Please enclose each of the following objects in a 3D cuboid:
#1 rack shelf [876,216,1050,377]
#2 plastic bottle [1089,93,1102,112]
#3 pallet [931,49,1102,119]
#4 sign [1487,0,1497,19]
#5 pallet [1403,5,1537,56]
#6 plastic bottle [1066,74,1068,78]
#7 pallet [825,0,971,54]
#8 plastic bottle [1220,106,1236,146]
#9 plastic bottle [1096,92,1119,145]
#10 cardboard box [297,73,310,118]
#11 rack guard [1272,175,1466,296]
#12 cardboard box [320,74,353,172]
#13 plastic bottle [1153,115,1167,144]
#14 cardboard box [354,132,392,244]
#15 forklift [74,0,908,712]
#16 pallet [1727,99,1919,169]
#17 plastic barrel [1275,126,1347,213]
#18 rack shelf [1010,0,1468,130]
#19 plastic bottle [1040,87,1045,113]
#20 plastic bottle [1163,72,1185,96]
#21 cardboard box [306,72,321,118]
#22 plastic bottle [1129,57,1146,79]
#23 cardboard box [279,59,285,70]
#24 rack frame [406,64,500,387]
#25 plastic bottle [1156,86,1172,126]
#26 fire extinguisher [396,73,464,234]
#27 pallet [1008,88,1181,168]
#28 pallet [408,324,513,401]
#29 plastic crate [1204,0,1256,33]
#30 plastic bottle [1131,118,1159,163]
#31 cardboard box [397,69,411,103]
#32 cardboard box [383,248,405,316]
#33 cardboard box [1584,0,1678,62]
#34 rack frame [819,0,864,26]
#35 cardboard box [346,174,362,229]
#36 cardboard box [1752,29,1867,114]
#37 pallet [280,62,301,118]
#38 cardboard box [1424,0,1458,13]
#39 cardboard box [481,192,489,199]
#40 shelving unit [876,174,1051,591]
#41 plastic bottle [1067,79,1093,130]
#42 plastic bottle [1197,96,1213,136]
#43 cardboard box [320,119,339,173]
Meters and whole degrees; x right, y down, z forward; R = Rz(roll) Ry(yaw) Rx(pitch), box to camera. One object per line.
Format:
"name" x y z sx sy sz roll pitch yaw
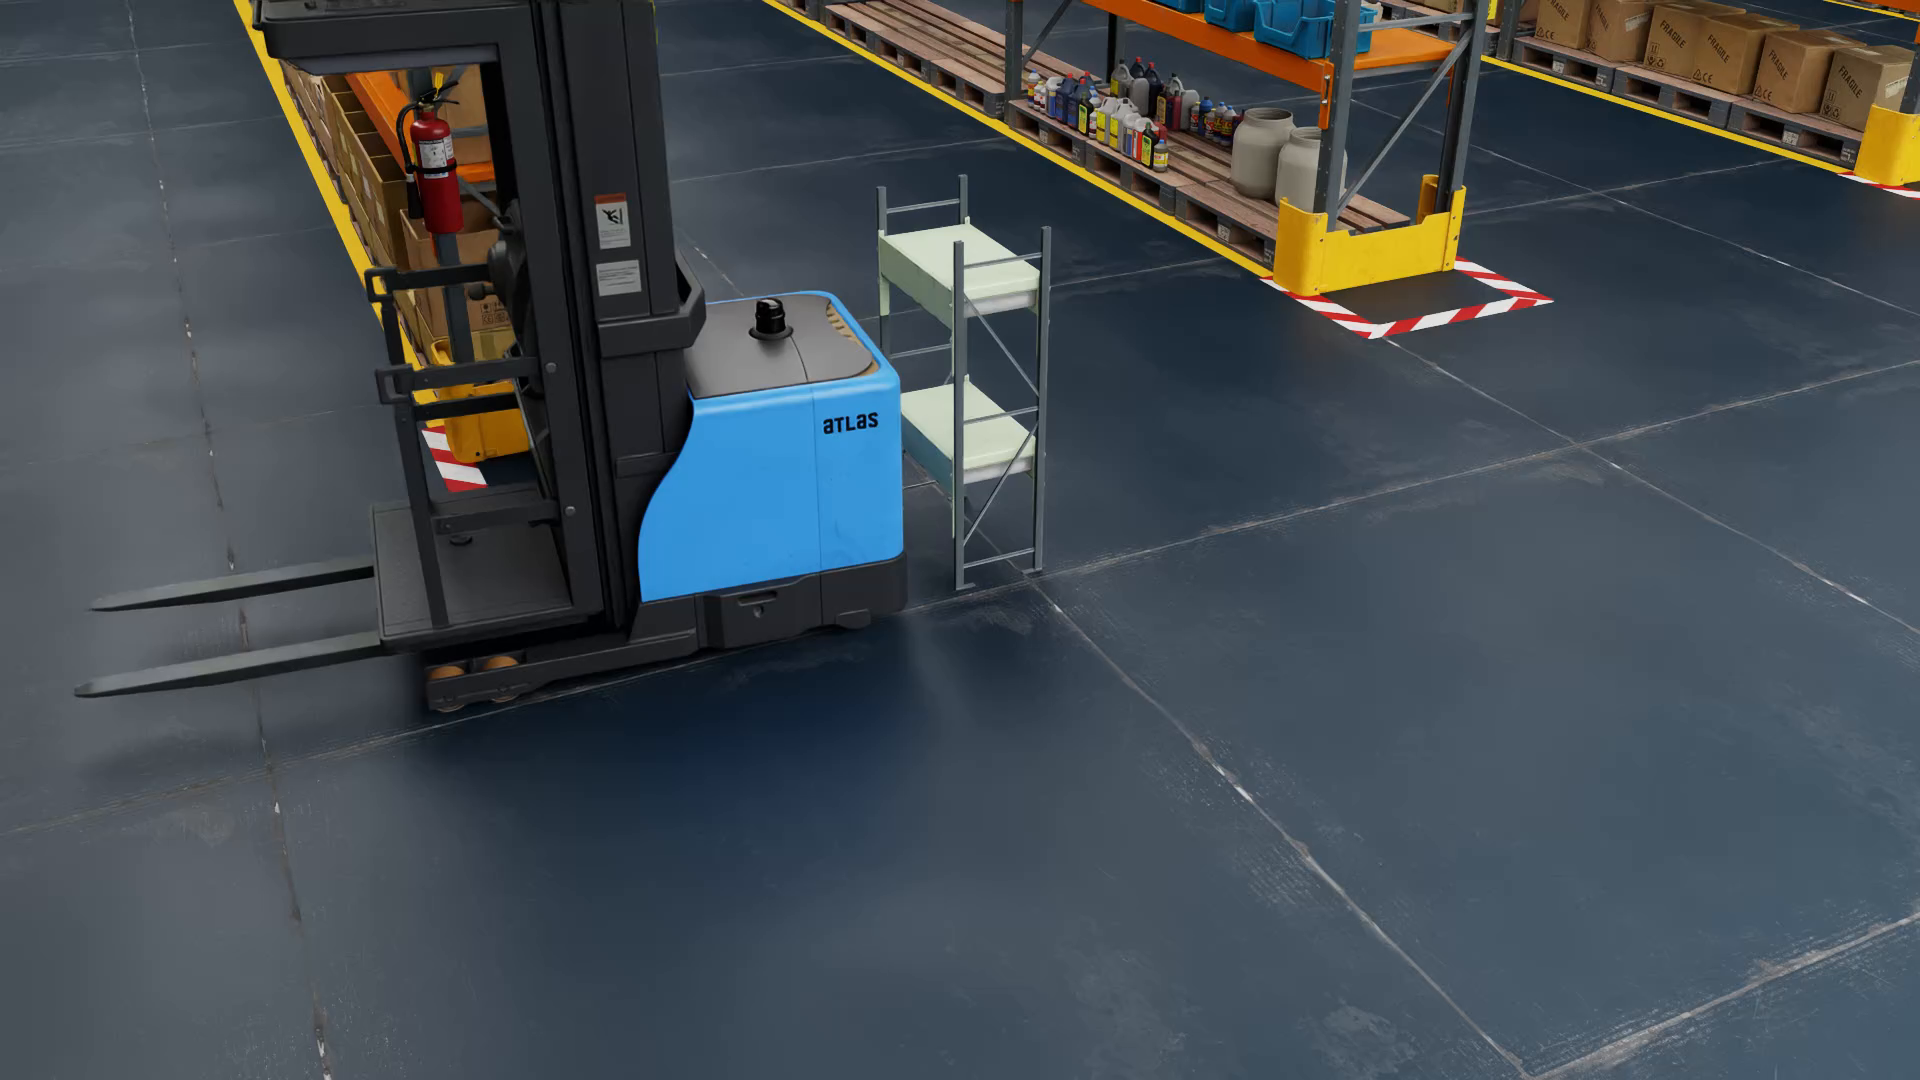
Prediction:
"rack shelf" 0.003 -0.992 6.687 0.431 0.370 0.720 -13 32 -22
"plastic bottle" 0.974 -3.094 12.041 0.097 0.271 0.097 0 29 0
"pallet" 0.452 -3.799 13.809 1.003 0.211 1.213 -13 32 -22
"sign" 3.040 -3.144 9.507 0.100 0.325 0.005 -13 32 -22
"pallet" 4.962 -4.844 15.673 1.003 0.211 1.213 -13 32 -22
"plastic bottle" 0.825 -3.337 12.461 0.061 0.283 0.133 -13 32 -22
"pallet" -0.595 -4.877 15.732 1.003 0.211 1.213 -13 32 -22
"plastic bottle" 1.897 -2.929 11.747 0.097 0.271 0.097 0 29 0
"plastic bottle" 1.060 -2.998 11.789 0.144 0.351 0.185 -13 32 -22
"cardboard box" -4.744 -3.419 12.663 0.500 0.250 0.500 -12 32 -21
"rack guard" 2.466 -1.843 10.026 1.175 0.500 0.348 -13 32 -22
"cardboard box" -3.735 -2.679 10.575 0.500 0.500 0.500 -13 32 -22
"plastic bottle" 1.370 -2.776 11.461 0.061 0.283 0.133 -13 32 -22
"cardboard box" -3.089 -2.017 9.394 0.500 0.500 0.500 -13 32 -22
"forklift" -1.782 -0.937 5.924 3.031 2.935 1.130 -10 31 -17
"pallet" 6.665 -3.133 12.622 1.003 0.211 1.213 -13 32 -22
"plastic barrel" 2.190 -2.282 10.368 0.421 0.512 0.421 0 29 0
"rack shelf" 1.683 -3.479 11.124 1.077 0.370 4.000 -13 32 -22
"plastic bottle" 0.652 -3.325 12.525 0.097 0.201 0.097 0 29 0
"plastic bottle" 1.582 -3.262 12.259 0.144 0.351 0.185 -13 32 -22
"cardboard box" -4.313 -3.214 11.723 0.500 0.311 0.500 -12 32 -21
"plastic bottle" 1.361 -3.489 12.664 0.144 0.351 0.185 -14 32 -23
"cardboard box" -5.409 -4.096 13.870 0.500 0.250 0.500 -13 32 -22
"rack frame" -1.934 -1.871 7.520 1.000 3.000 0.127 -13 32 -22
"plastic bottle" 1.501 -3.200 12.216 0.061 0.283 0.133 -13 32 -22
"fire extinguisher" -2.303 -1.688 7.272 0.296 0.674 0.183 -13 32 -22
"pallet" 1.075 -3.155 12.661 1.003 0.211 1.213 -13 32 -22
"pallet" -2.300 -0.984 8.789 1.003 0.211 1.213 -13 32 -22
"plastic crate" 1.783 -3.291 10.205 0.499 0.251 0.408 -13 32 -22
"plastic bottle" 1.274 -2.750 11.422 0.152 0.276 0.135 -13 32 -22
"cardboard box" -2.560 -2.575 8.674 0.700 0.500 0.500 -13 32 -22
"cardboard box" -2.873 -1.469 9.185 0.500 0.250 0.500 -13 32 -22
"cardboard box" 5.686 -4.373 14.108 0.500 0.500 0.500 -3 29 -6
"rack frame" -0.893 -6.444 15.674 1.000 3.000 0.127 -13 32 -22
"cardboard box" -3.516 -2.132 10.367 0.500 0.250 0.500 -13 32 -22
"cardboard box" 6.474 -3.579 12.692 0.500 0.500 0.500 -5 30 -9
"pallet" -5.050 -3.817 13.841 1.003 0.211 1.213 -13 32 -22
"cardboard box" 4.866 -5.309 15.756 0.700 0.500 0.500 -13 32 -22
"cardboard box" -2.406 -1.905 9.195 0.500 0.500 0.500 -13 32 -22
"shelving unit" 0.003 -0.651 6.878 0.431 1.500 0.755 -13 32 -22
"plastic bottle" 0.877 -3.186 12.124 0.144 0.351 0.185 -15 32 -24
"plastic bottle" 1.767 -3.063 11.985 0.097 0.271 0.097 0 29 0
"cardboard box" -4.091 -2.744 11.459 0.500 0.250 0.500 -13 32 -22
